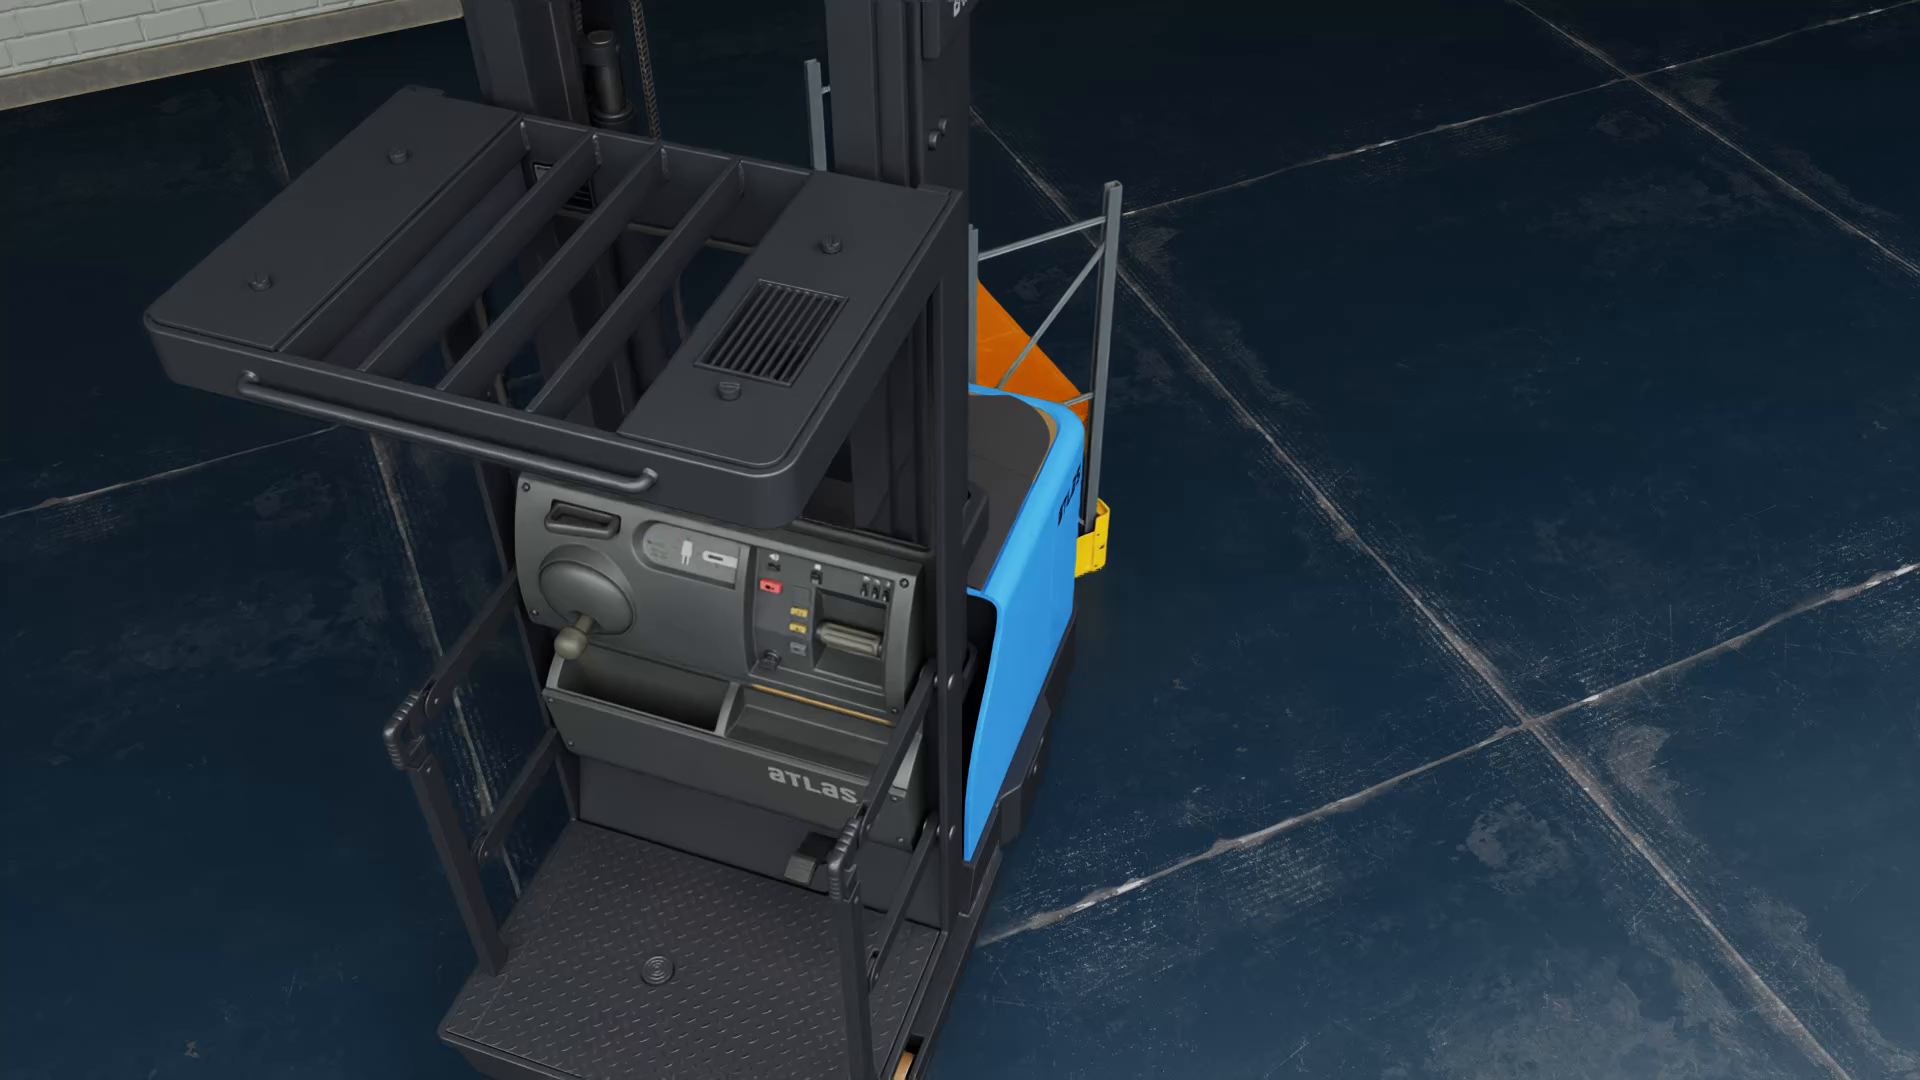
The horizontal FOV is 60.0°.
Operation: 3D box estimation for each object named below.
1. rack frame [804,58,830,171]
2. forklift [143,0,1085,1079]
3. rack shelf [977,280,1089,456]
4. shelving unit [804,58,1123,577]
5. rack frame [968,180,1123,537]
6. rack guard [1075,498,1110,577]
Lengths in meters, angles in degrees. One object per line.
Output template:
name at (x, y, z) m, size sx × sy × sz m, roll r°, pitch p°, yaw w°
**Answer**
rack frame at (-0.253, -1.008, 5.704) m, size 0.500 × 1.500 × 0.032 m, roll -20°, pitch 48°, yaw -19°
forklift at (-0.607, 0.219, 3.441) m, size 1.130 × 2.935 × 3.031 m, roll 14°, pitch 46°, yaw 14°
rack shelf at (-0.014, -0.564, 5.510) m, size 0.538 × 0.185 × 1.000 m, roll -20°, pitch 48°, yaw -19°
shelving unit at (-0.010, -0.687, 5.378) m, size 0.587 × 1.500 × 1.083 m, roll -20°, pitch 48°, yaw -19°
rack frame at (0.224, -0.377, 5.064) m, size 0.500 × 1.500 × 0.032 m, roll -20°, pitch 48°, yaw -19°
rack guard at (0.223, 0.067, 5.504) m, size 0.587 × 0.250 × 0.087 m, roll -20°, pitch 48°, yaw -19°
